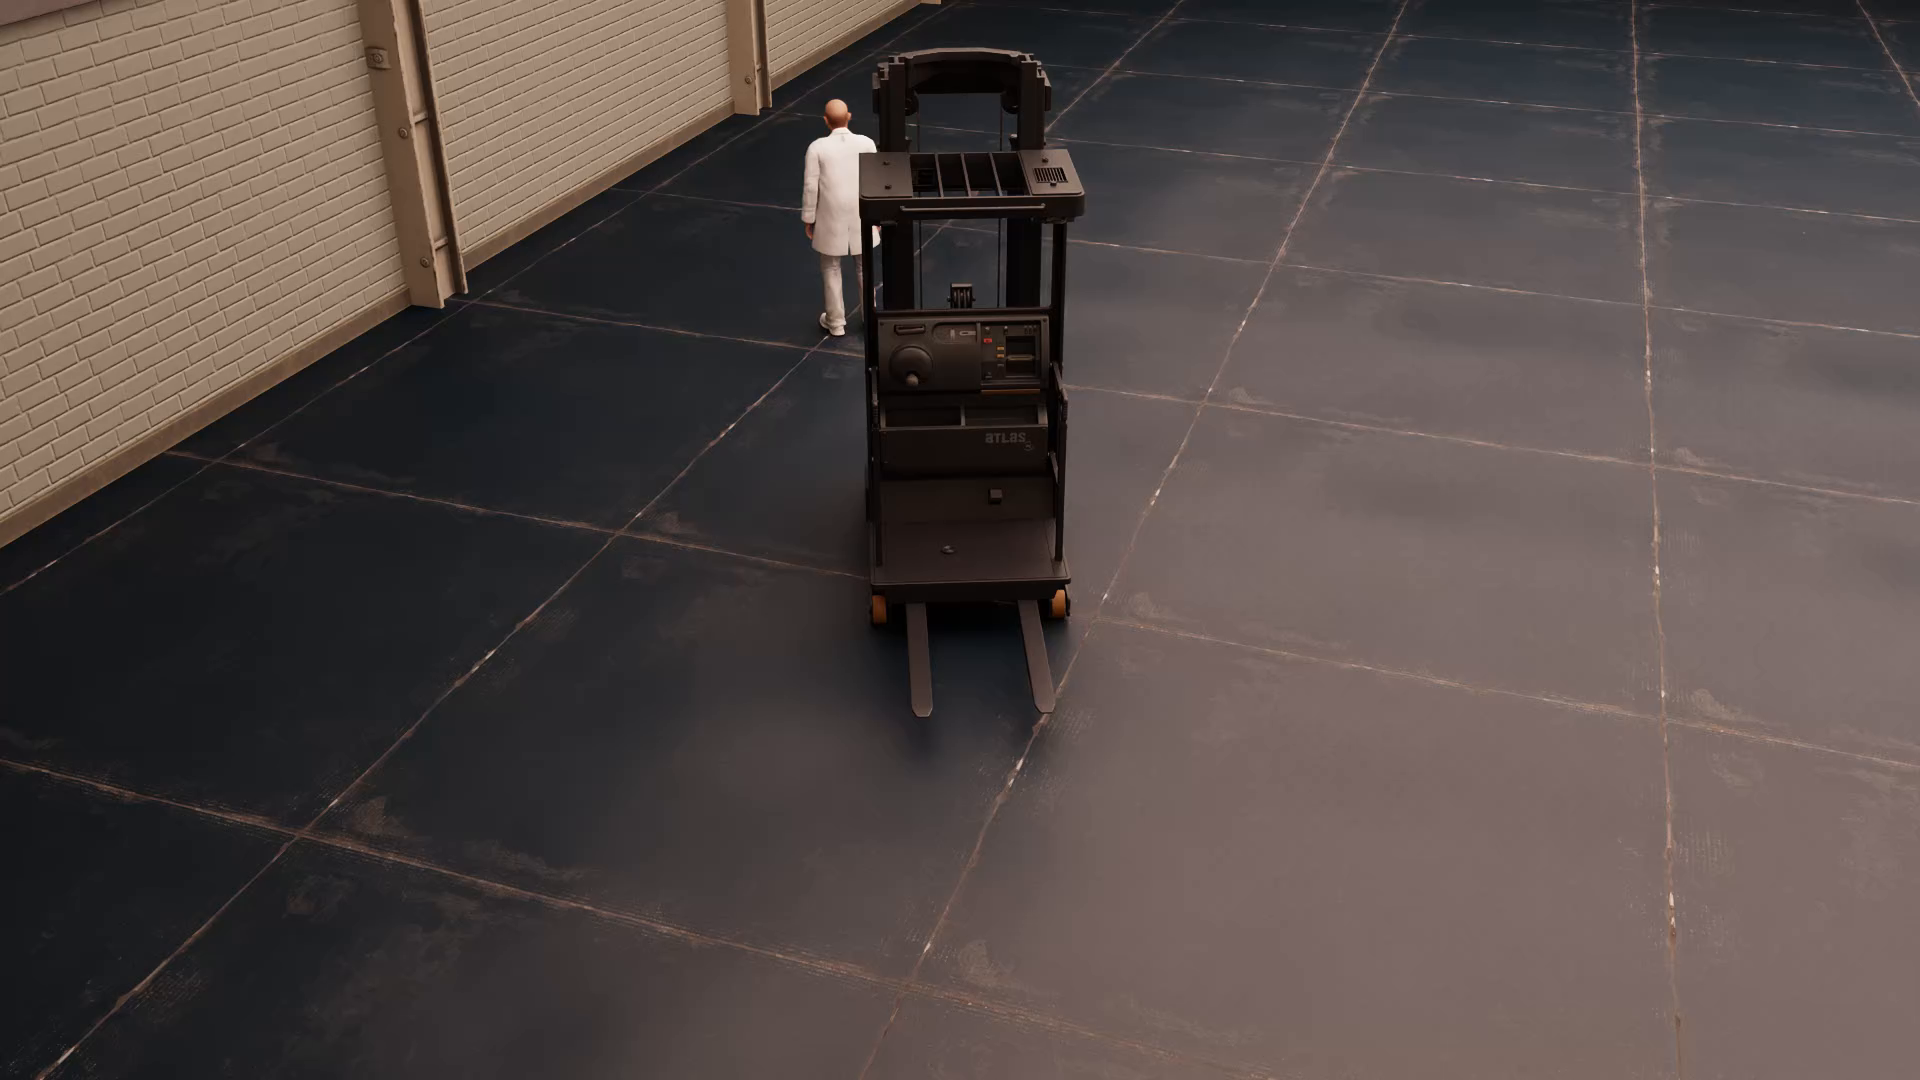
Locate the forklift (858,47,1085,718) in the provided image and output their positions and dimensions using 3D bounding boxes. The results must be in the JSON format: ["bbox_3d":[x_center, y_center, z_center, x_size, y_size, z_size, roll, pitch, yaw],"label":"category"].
[{"bbox_3d":[0.035,-0.972,8.842,1.130,2.935,3.031,-2,30,-3],"label":"forklift"}]

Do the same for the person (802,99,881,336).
[{"bbox_3d":[-0.872,-2.426,12.561,0.646,1.774,0.420,-7,30,-12],"label":"person"}]
